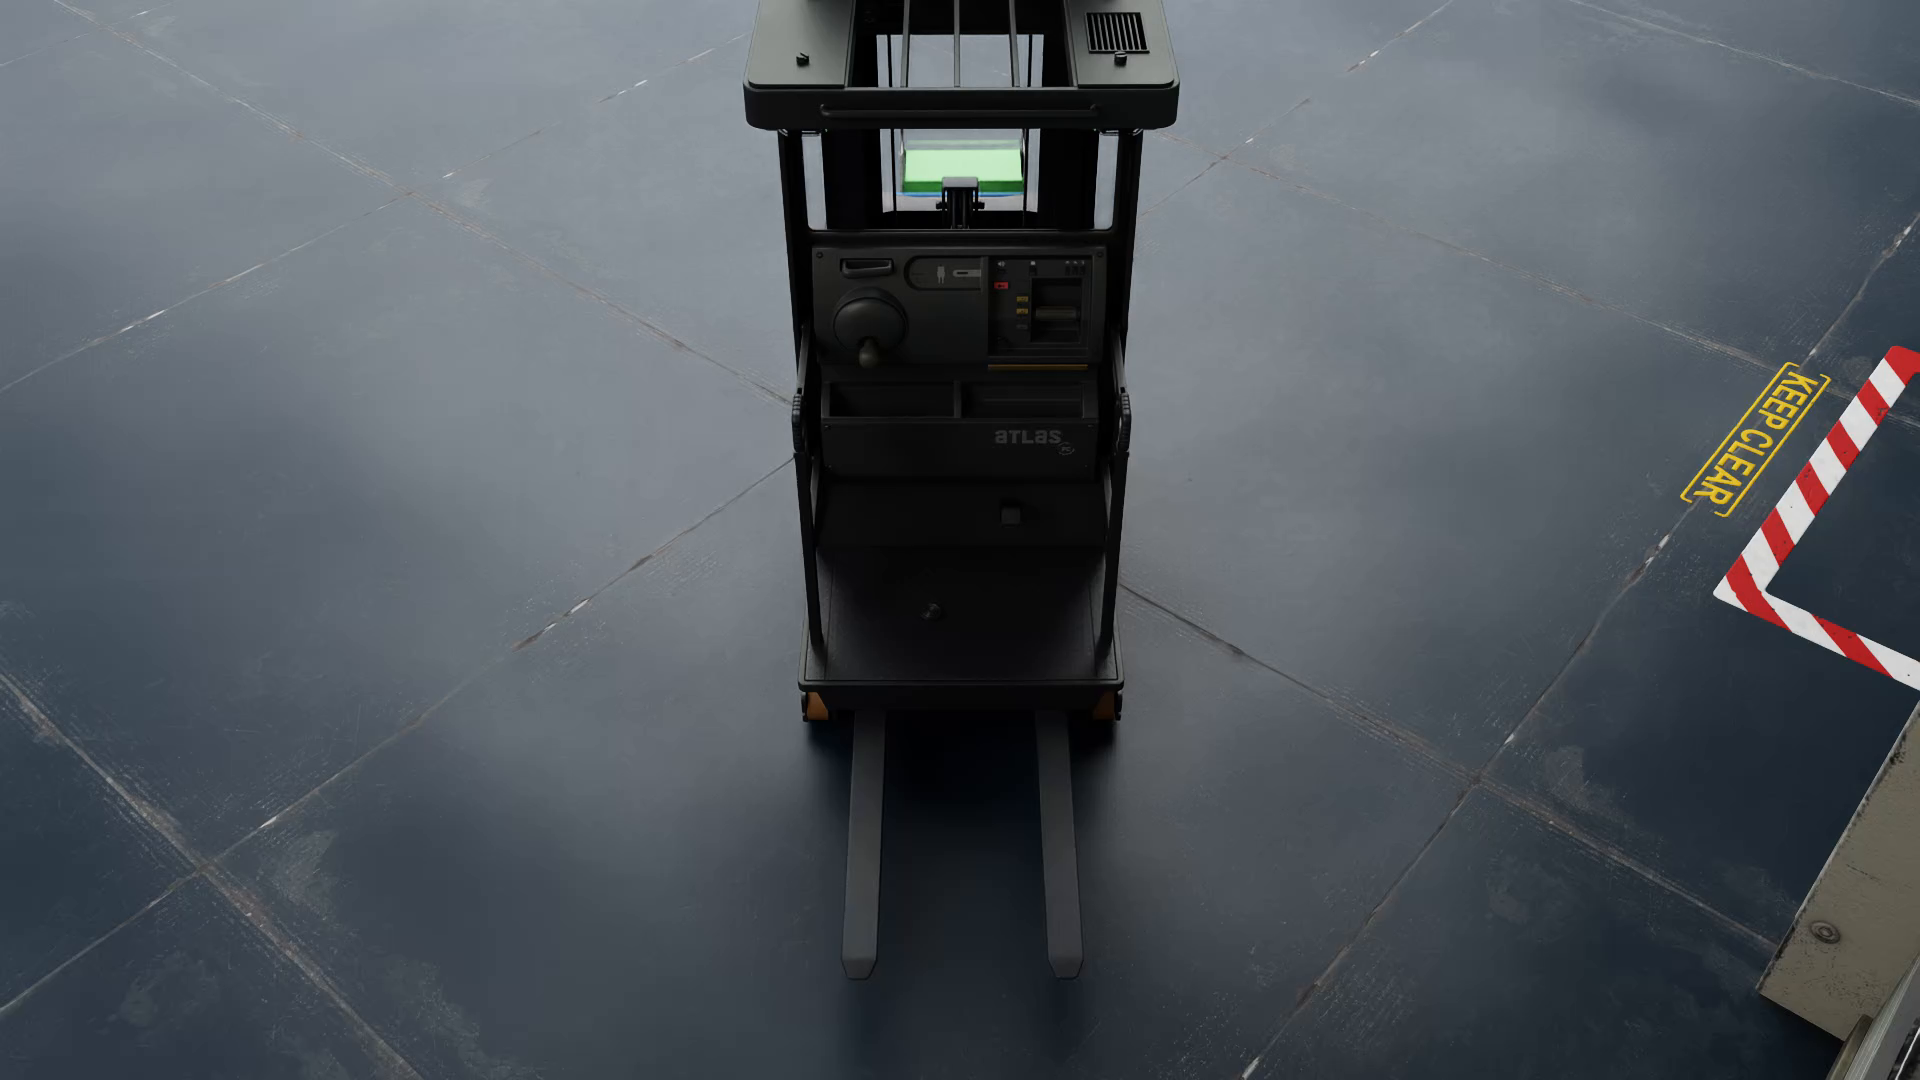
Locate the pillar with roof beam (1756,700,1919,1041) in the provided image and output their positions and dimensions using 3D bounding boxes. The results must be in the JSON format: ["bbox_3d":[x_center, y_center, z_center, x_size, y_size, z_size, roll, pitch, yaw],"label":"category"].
[{"bbox_3d":[-0.626,-3.857,4.133,9.100,9.000,0.400,29,50,28],"label":"pillar with roof beam"}]

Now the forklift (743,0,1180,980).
[{"bbox_3d":[0.002,-0.660,5.128,1.130,2.935,3.031,0,42,0],"label":"forklift"}]

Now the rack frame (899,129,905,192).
[{"bbox_3d":[-0.231,-1.136,6.938,0.015,1.200,0.240,0,42,-1],"label":"rack frame"}]

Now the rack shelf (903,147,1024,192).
[{"bbox_3d":[0.013,-1.446,6.660,0.480,0.148,0.258,0,42,-1],"label":"rack shelf"}]

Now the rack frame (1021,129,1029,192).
[{"bbox_3d":[0.257,-1.140,6.943,0.015,1.200,0.240,0,42,-1],"label":"rack frame"}]

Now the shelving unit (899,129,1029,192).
[{"bbox_3d":[0.013,-1.138,6.940,0.503,1.200,0.258,0,42,-1],"label":"shelving unit"}]
